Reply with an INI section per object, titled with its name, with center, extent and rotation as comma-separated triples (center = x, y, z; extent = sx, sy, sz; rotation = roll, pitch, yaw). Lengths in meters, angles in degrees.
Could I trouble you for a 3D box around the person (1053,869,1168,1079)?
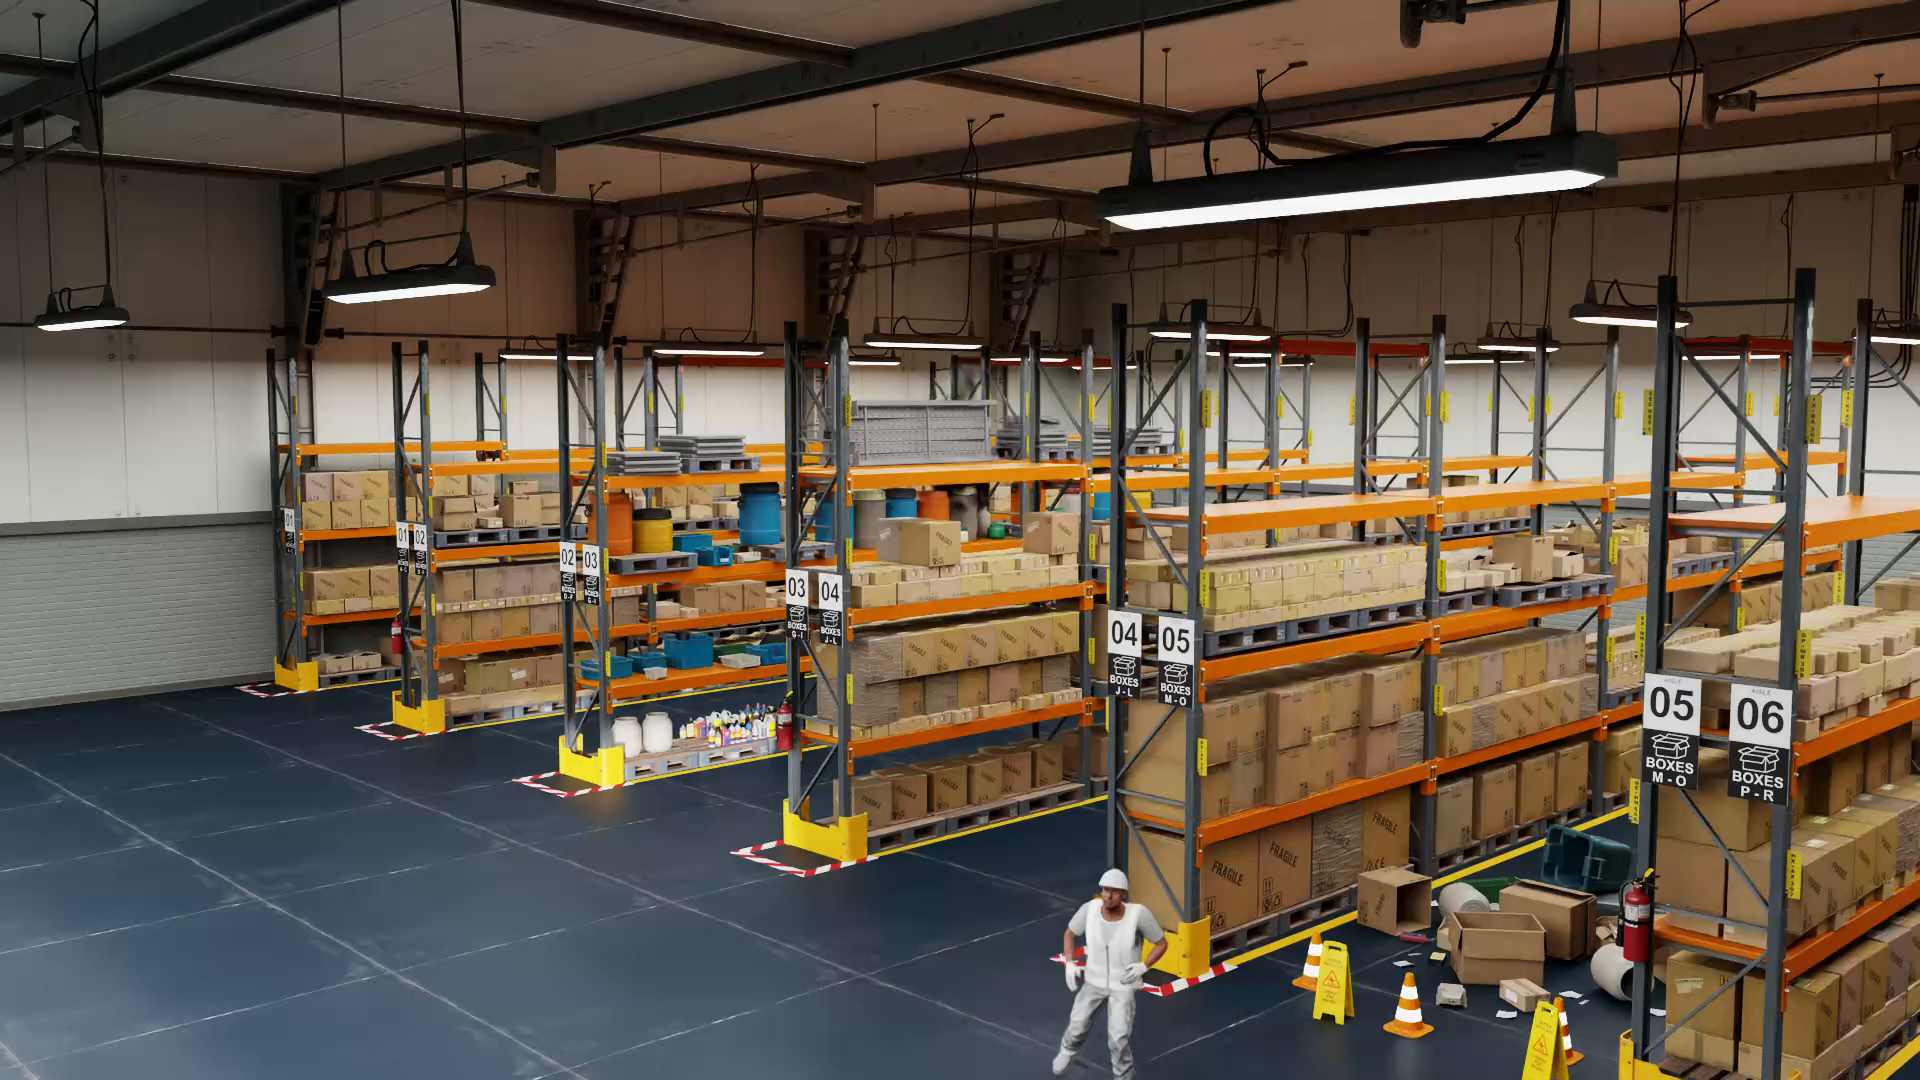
[person]
center = 1.074, 3.262, 12.194
extent = 0.892, 1.775, 0.706
rotation = 2, 5, 17
